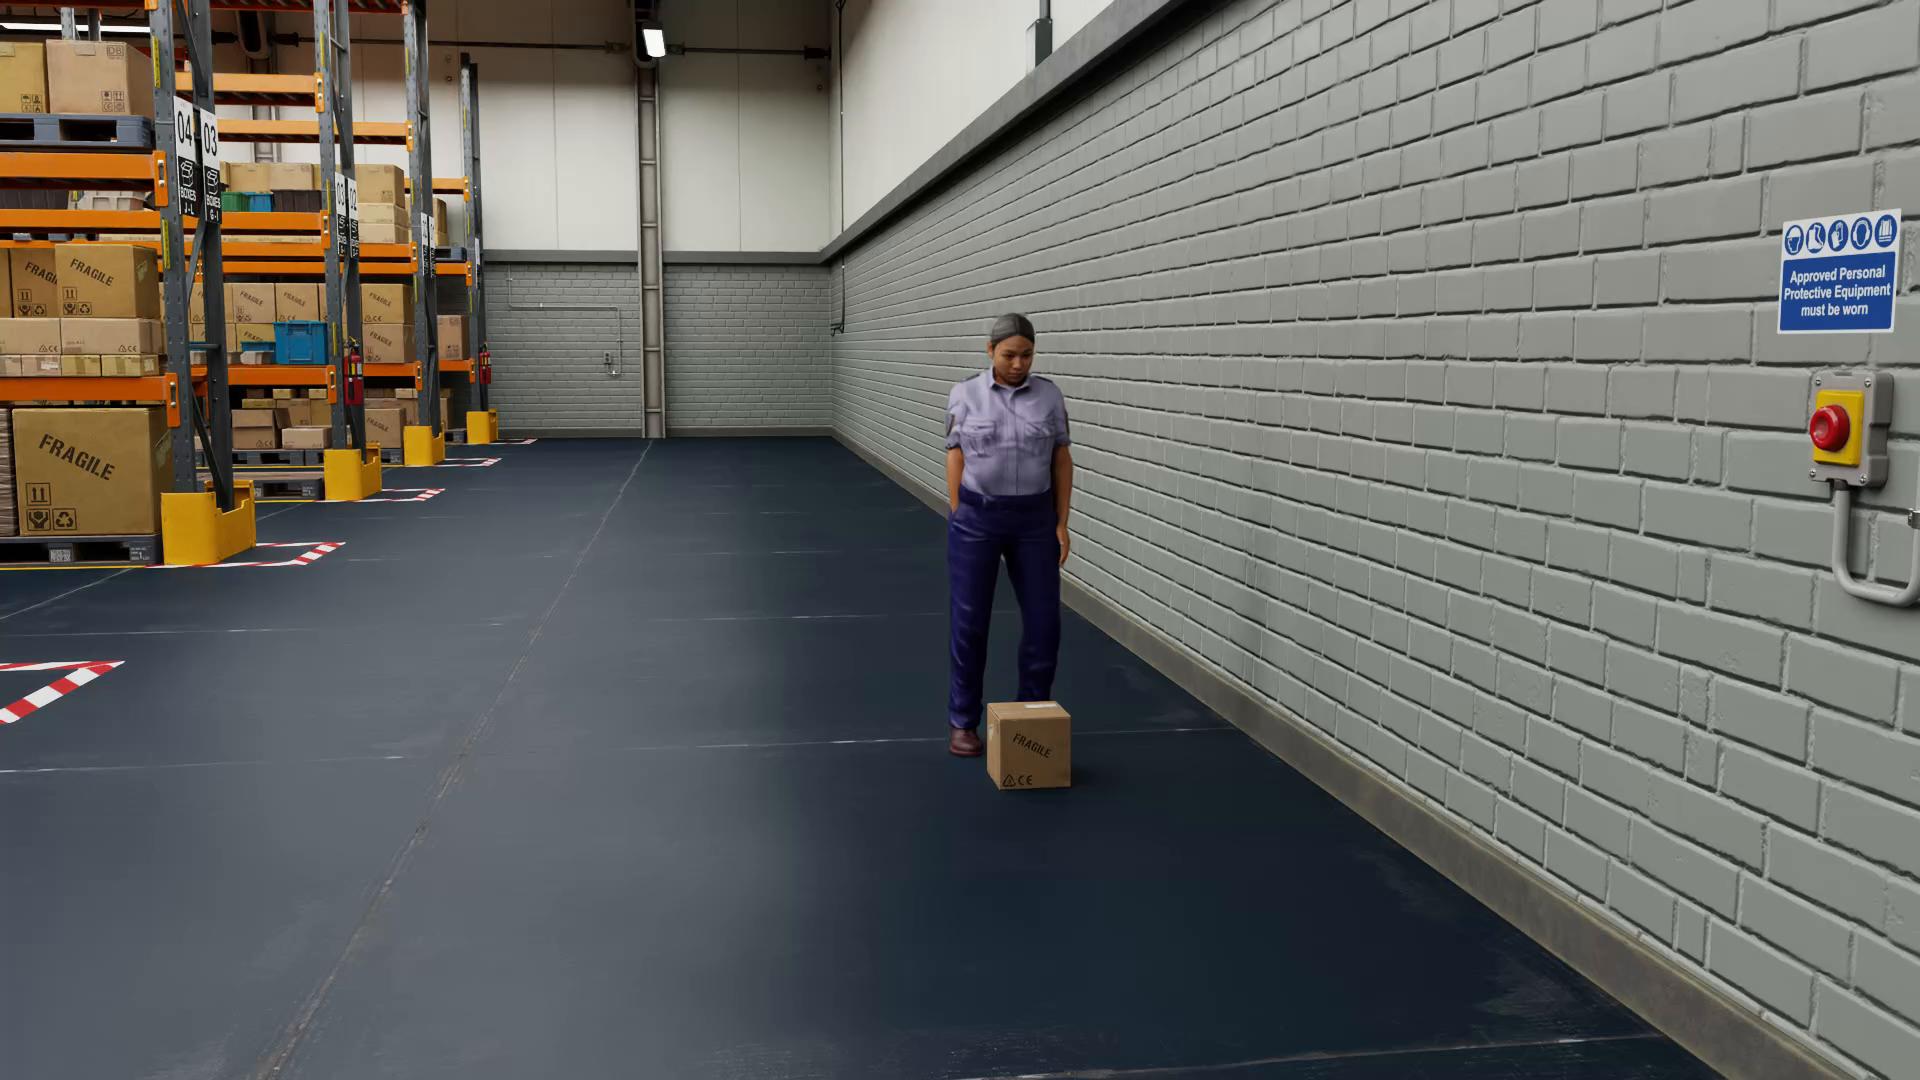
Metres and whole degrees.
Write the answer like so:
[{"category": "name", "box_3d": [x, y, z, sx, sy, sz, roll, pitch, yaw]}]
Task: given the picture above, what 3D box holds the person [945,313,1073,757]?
[{"category": "person", "box_3d": [0.184, -0.023, 6.213, 0.480, 1.636, 0.336, -1, 7, -8]}]
